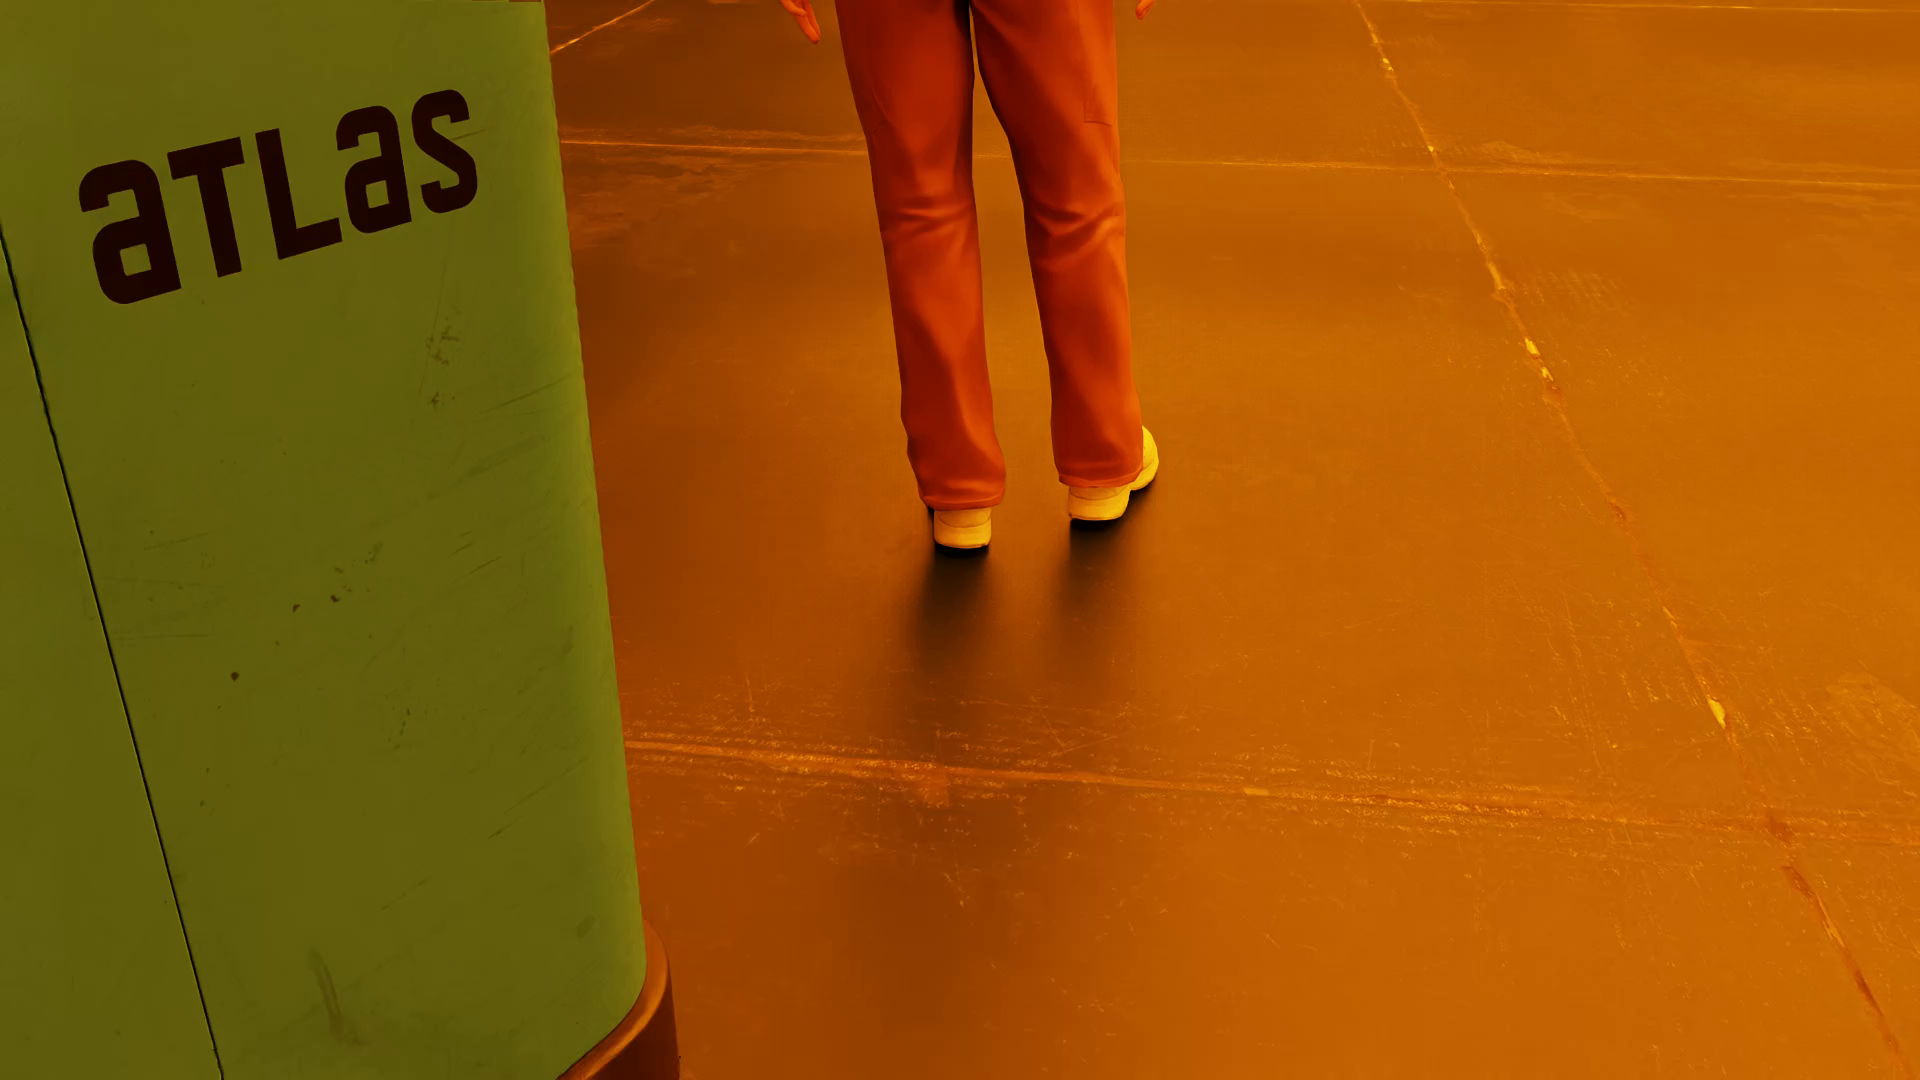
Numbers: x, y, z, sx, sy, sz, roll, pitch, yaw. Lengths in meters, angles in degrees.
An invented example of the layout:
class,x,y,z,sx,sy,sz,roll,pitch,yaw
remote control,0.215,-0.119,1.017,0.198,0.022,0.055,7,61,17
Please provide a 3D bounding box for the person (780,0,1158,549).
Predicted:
class,x,y,z,sx,sy,sz,roll,pitch,yaw
person,0.021,-0.789,2.187,0.554,1.673,0.548,3,27,7
